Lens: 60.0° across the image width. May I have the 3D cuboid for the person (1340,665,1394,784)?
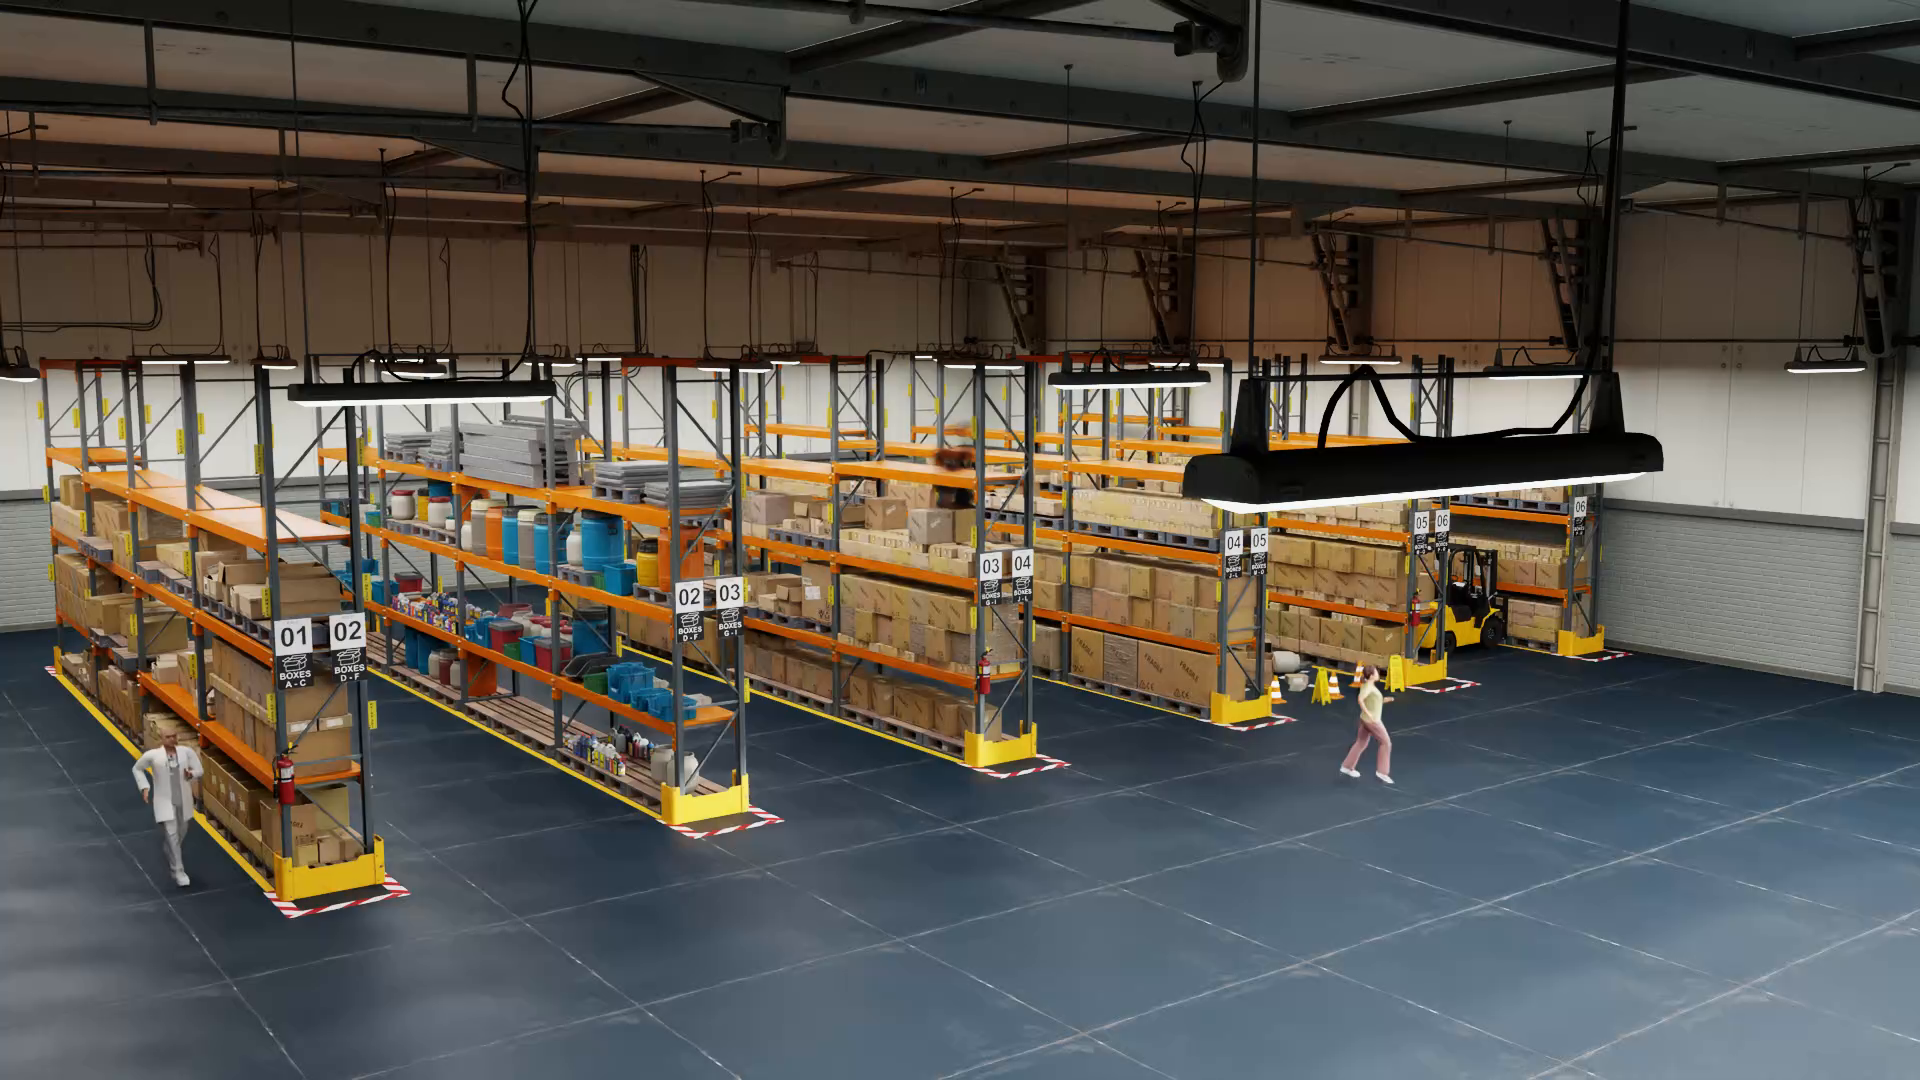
[{"bbox_3d":[5.846,2.642,23.839,0.756,1.726,0.541,-1,7,-5],"label":"person"}]

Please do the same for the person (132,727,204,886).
[{"bbox_3d":[-9.270,3.076,19.568,0.686,1.781,1.045,-7,10,-44],"label":"person"}]

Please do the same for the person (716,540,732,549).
[{"bbox_3d":[-5.844,0.537,41.453,0.867,1.769,0.800,-6,9,-40],"label":"person"}]

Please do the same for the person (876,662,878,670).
[{"bbox_3d":[-1.479,1.771,31.246,0.652,1.655,0.574,-5,9,-38],"label":"person"}]
